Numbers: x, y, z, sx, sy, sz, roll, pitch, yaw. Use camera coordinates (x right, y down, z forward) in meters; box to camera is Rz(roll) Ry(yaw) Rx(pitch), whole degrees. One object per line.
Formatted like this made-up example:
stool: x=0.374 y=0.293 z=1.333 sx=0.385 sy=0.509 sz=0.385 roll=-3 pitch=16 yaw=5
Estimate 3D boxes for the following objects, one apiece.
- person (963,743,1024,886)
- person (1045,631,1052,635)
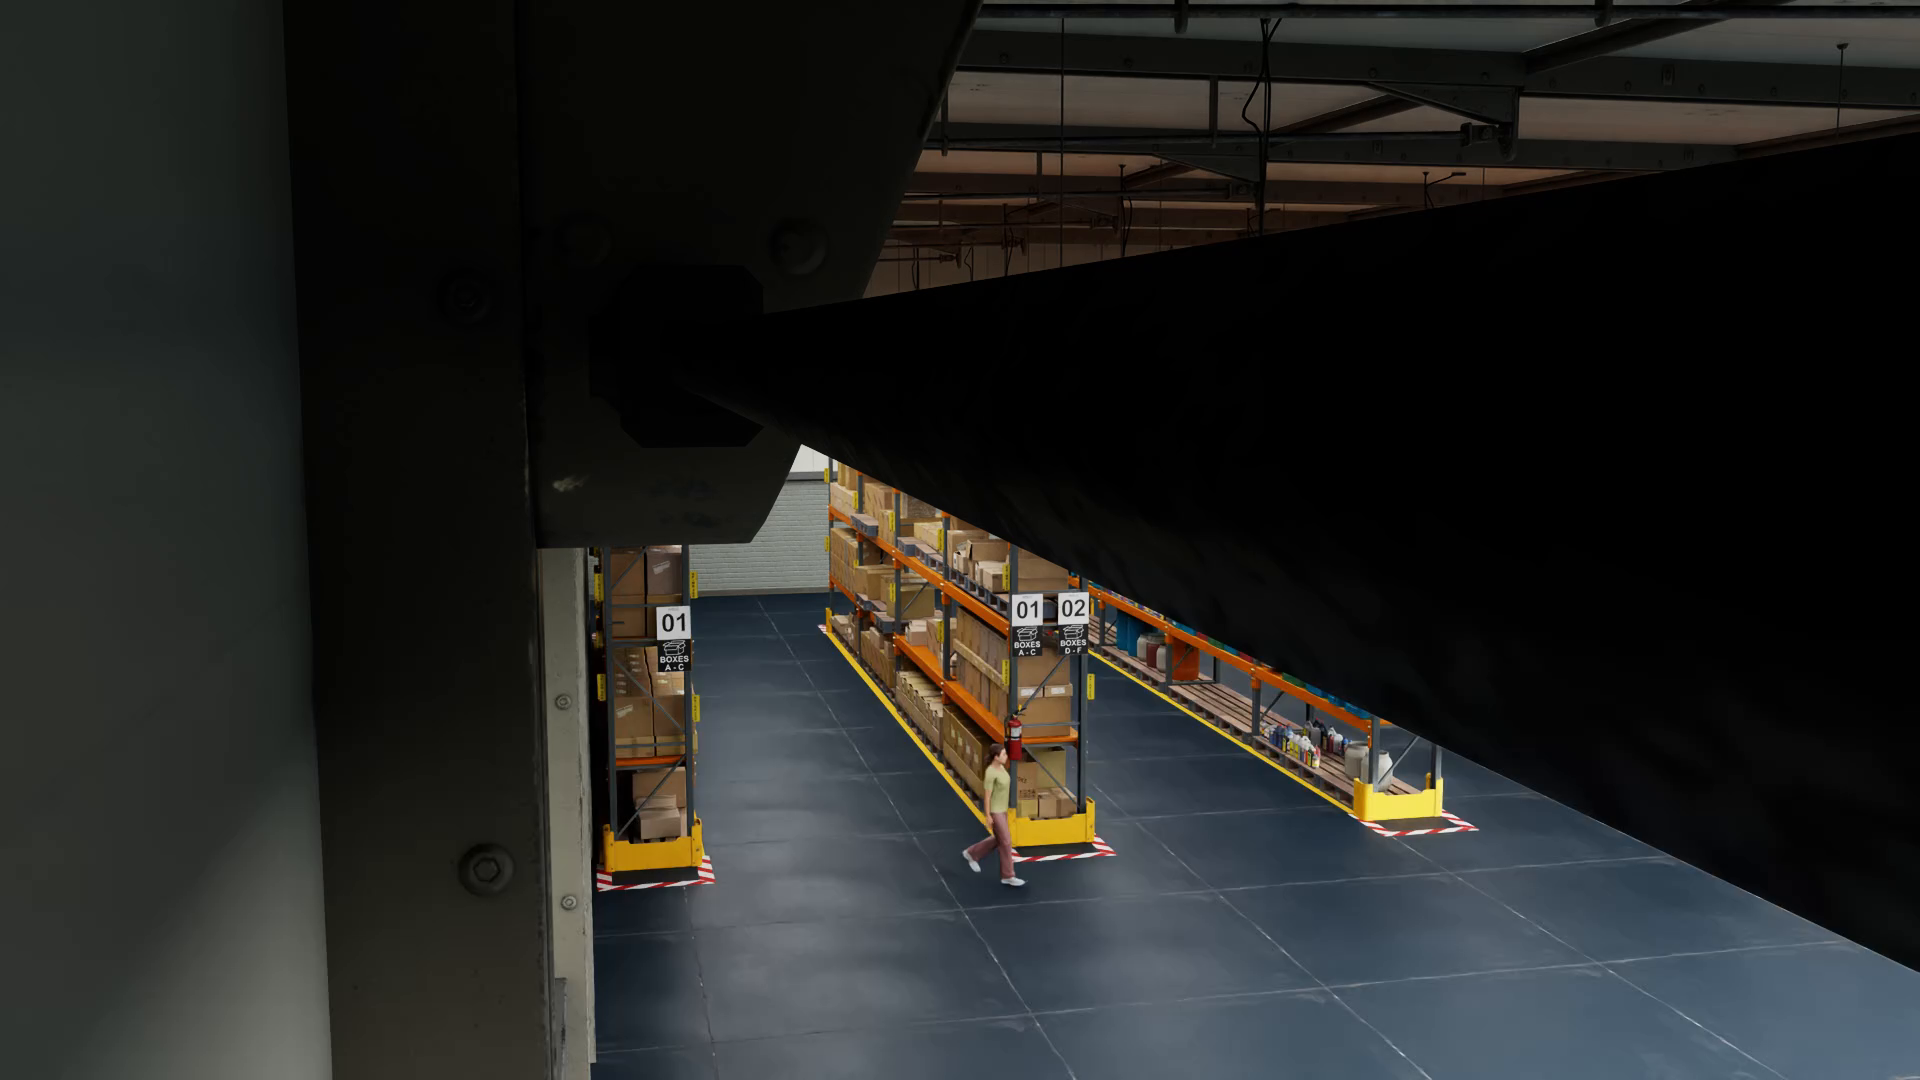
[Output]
person: x=0.412 y=3.188 z=19.537 sx=0.810 sy=1.647 sz=0.495 roll=2 pitch=7 yaw=20
person: x=1.374 y=2.029 z=29.087 sx=0.605 sy=1.722 sz=0.533 roll=-1 pitch=7 yaw=-11
